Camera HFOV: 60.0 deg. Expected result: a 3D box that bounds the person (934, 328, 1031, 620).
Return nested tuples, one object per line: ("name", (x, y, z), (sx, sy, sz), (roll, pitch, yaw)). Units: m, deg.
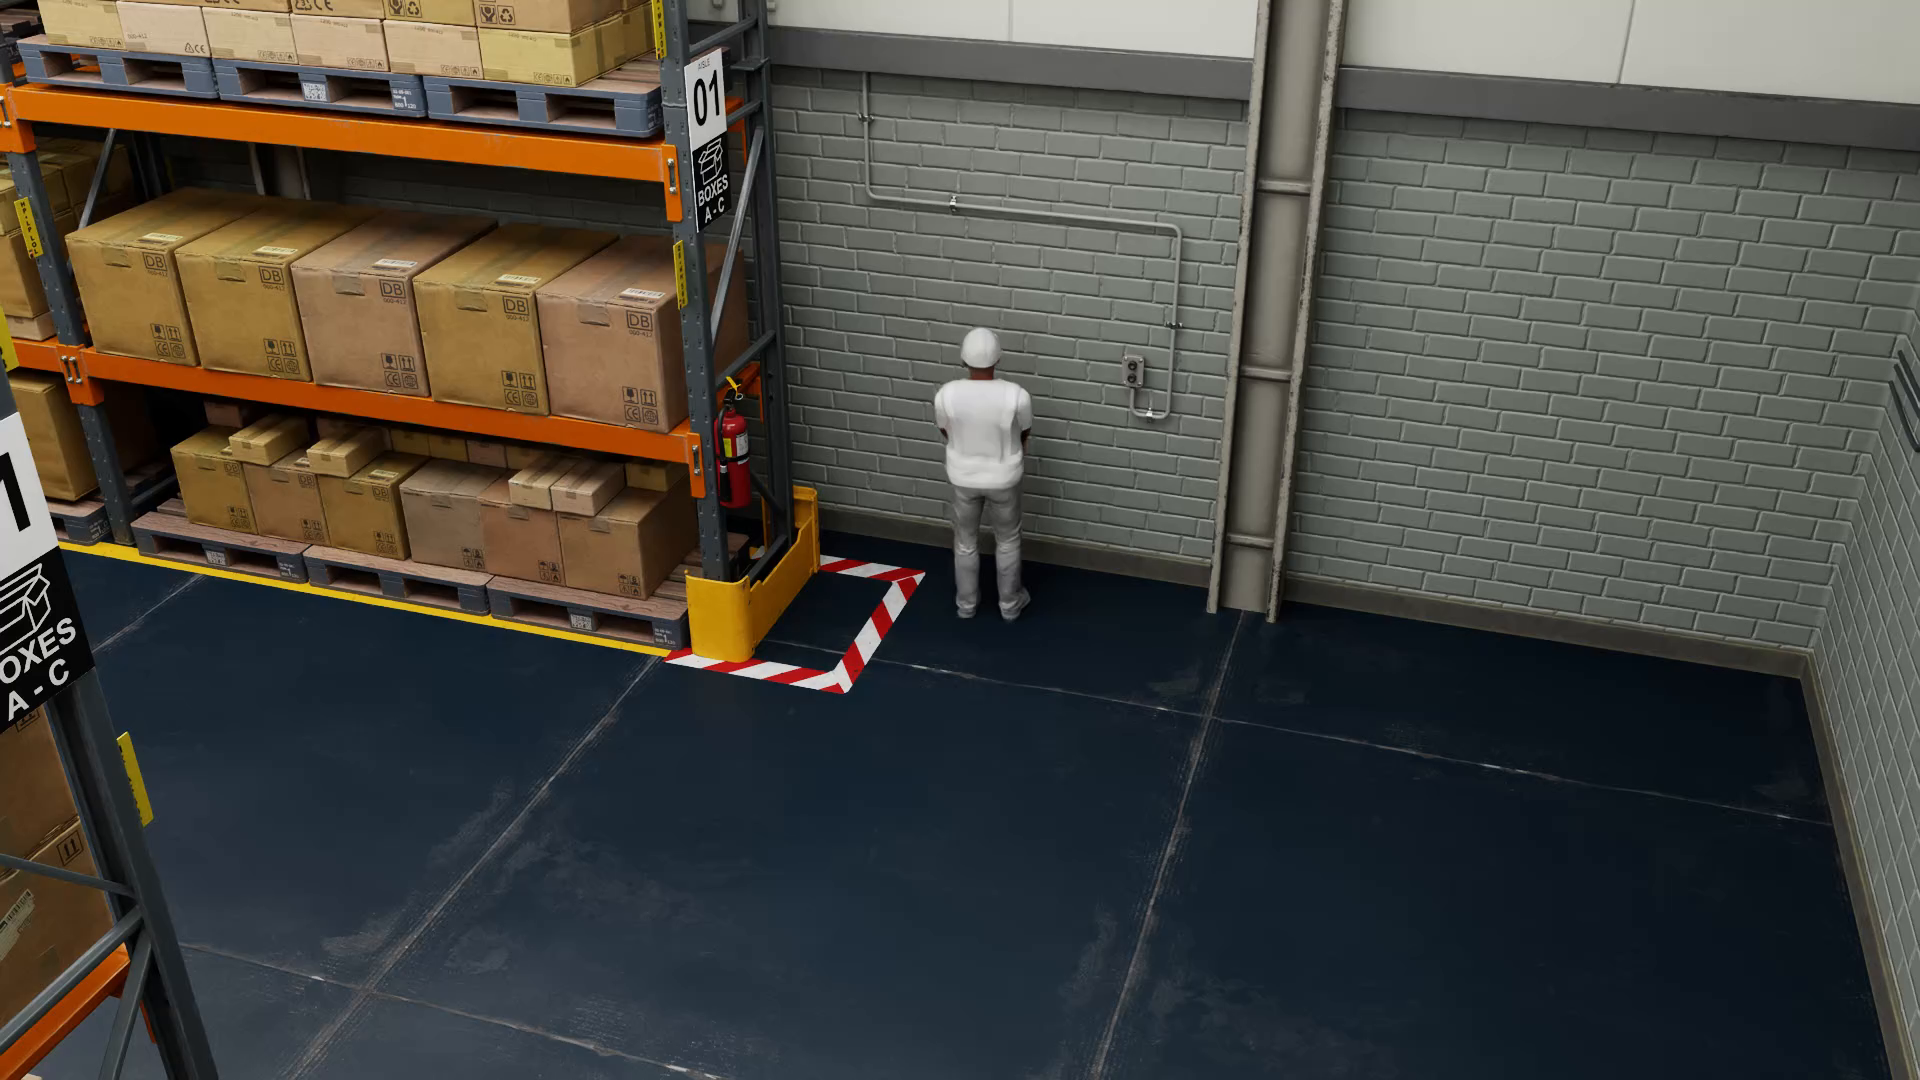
("person", (0.139, -0.392, 9.185), (0.530, 1.771, 0.566), (3, 29, 5))
